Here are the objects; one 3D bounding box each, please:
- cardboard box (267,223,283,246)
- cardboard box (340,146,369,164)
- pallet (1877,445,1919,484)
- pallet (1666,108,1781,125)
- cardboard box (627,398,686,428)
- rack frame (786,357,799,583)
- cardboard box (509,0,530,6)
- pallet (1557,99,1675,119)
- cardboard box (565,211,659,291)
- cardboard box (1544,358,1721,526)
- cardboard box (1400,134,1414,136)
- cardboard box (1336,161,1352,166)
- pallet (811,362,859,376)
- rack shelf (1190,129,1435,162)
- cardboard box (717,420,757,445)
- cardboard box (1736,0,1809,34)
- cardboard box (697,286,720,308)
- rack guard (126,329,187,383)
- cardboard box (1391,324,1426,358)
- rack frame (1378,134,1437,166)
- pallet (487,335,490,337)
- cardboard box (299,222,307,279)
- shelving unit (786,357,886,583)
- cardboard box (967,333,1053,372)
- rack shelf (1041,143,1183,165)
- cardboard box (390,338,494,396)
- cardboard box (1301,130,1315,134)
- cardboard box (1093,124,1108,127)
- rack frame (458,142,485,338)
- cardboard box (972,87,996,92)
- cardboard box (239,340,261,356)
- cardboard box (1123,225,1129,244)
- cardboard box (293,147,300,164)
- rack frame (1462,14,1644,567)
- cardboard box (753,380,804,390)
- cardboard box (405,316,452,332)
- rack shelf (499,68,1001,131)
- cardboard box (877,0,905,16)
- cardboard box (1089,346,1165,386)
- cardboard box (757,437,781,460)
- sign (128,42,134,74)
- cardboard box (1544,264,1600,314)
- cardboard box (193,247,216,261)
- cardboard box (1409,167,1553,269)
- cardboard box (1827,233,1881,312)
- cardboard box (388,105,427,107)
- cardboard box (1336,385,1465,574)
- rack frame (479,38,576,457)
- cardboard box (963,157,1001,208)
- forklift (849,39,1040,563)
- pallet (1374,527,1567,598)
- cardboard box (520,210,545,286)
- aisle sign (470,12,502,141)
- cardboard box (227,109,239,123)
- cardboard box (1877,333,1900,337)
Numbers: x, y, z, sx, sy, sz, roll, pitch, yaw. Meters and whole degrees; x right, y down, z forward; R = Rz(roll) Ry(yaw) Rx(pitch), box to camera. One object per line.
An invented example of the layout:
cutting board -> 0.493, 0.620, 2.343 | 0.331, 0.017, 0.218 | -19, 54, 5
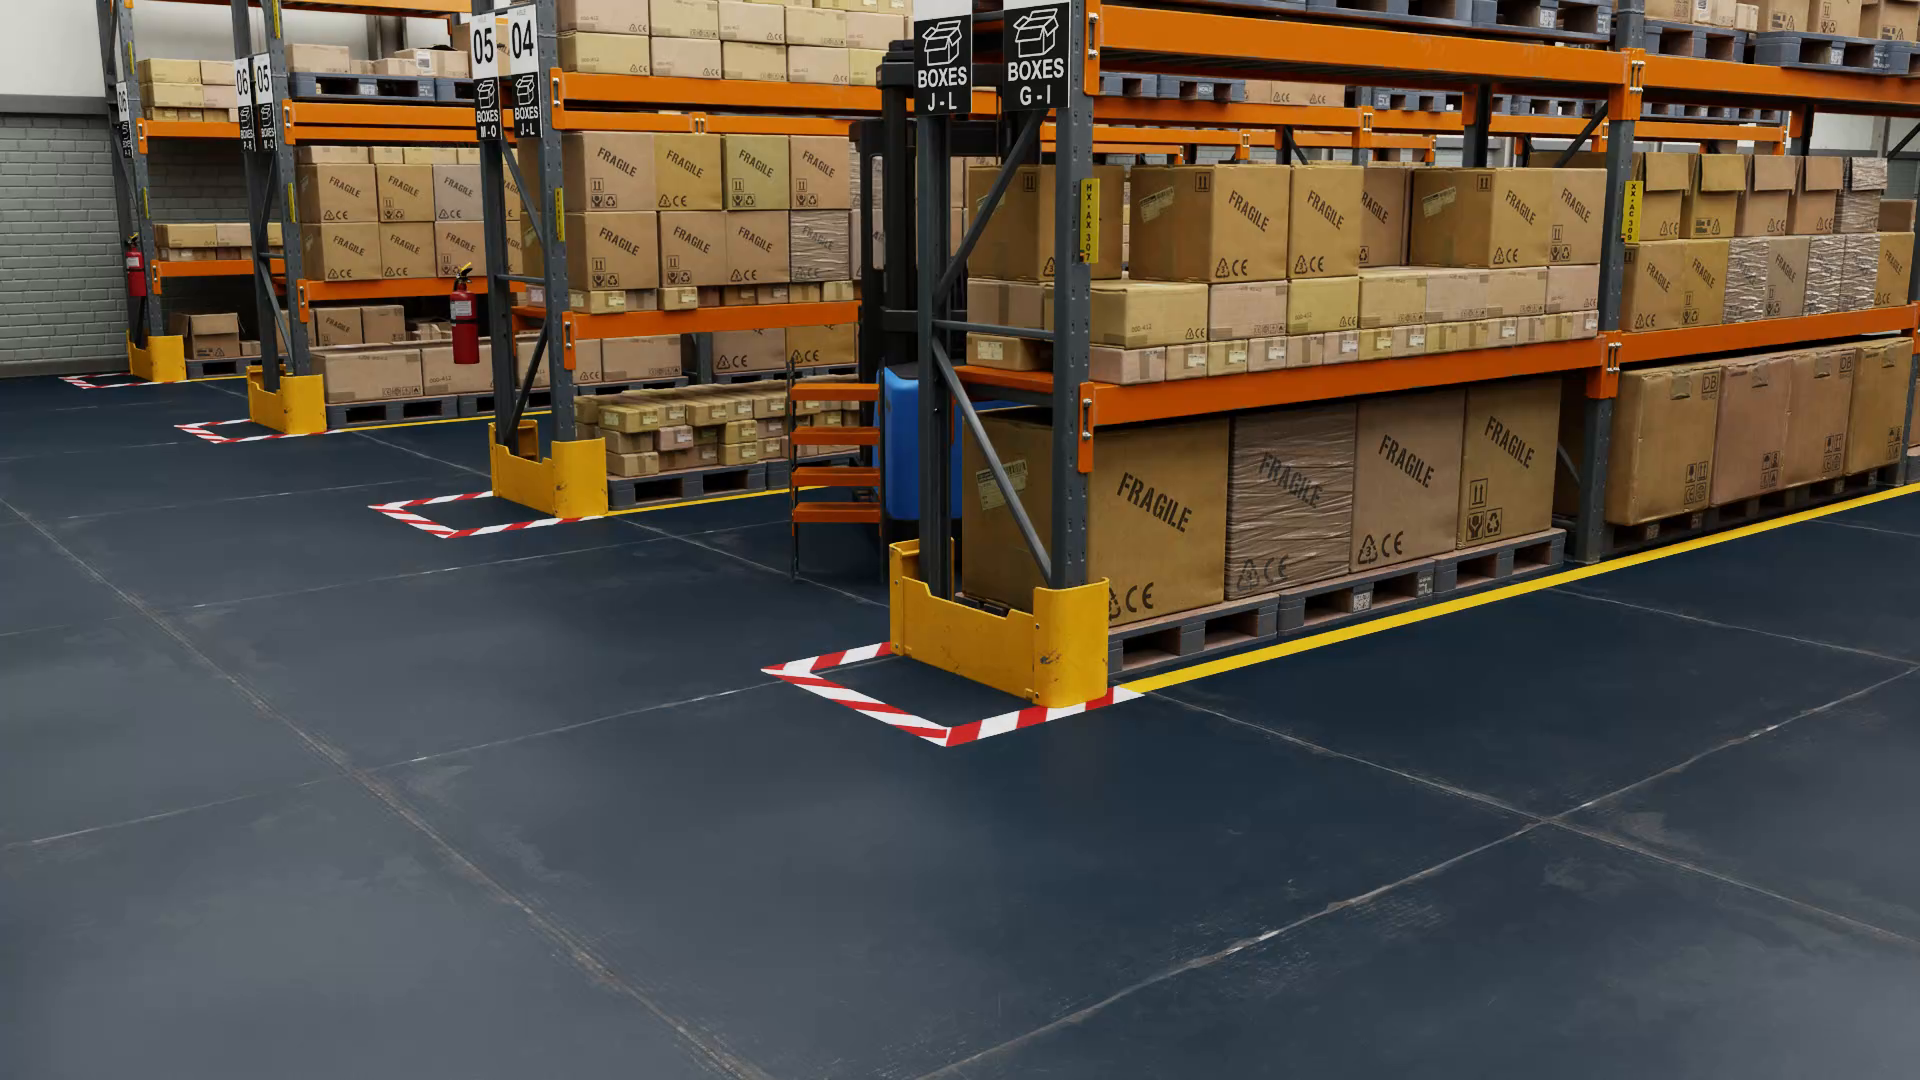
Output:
cardboard box -> -7.816, -3.518, 19.119 | 0.500, 0.250, 0.500 | -10, 15, -39
cardboard box -> -5.412, -3.396, 14.692 | 0.250, 0.149, 0.380 | -9, 15, -36
pallet -> 7.027, -0.662, 12.738 | 1.213, 0.211, 1.003 | -9, 15, -38
pallet -> 9.070, -5.107, 19.948 | 1.213, 0.211, 1.003 | -9, 15, -38
cardboard box -> -2.090, -0.874, 11.446 | 0.250, 0.149, 0.380 | -9, 15, -37
rack frame -> -0.907, -0.380, 9.030 | 0.015, 1.200, 0.240 | 0, 12, 1
cardboard box -> -2.650, -3.444, 11.062 | 0.500, 0.250, 0.500 | -10, 16, -39
pallet -> 7.165, -4.790, 18.457 | 1.213, 0.211, 1.003 | -9, 15, -38
cardboard box -> -2.328, -1.912, 10.956 | 0.500, 0.500, 0.500 | -9, 15, -35
cardboard box -> 3.779, -0.658, 10.111 | 0.875, 0.875, 1.225 | -9, 15, -37
cardboard box -> 6.194, -5.785, 23.536 | 0.250, 0.149, 0.380 | -9, 15, -37
cardboard box -> 4.999, -4.963, 22.914 | 0.500, 0.500, 0.700 | -10, 15, -38
pallet -> -1.390, -1.921, 18.666 | 1.213, 0.211, 1.003 | -9, 15, -38
rack shelf -> 4.910, -5.426, 22.972 | 4.000, 0.370, 1.077 | -9, 15, -38
cardboard box -> -1.629, -0.775, 11.695 | 0.250, 0.149, 0.380 | -9, 15, -36
cardboard box -> 4.834, -3.380, 10.342 | 0.637, 0.503, 0.797 | -10, 15, -38
cardboard box -> -1.860, -1.692, 11.481 | 0.250, 0.149, 0.380 | -9, 15, -35
rack guard -> -9.067, -2.086, 18.748 | 0.348, 0.500, 1.175 | -9, 15, -38
cardboard box -> 2.056, -0.991, 8.177 | 0.250, 0.149, 0.380 | -9, 15, -37
rack frame -> 6.471, -4.570, 24.431 | 0.127, 3.000, 1.000 | -9, 15, -38
pallet -> -5.391, -2.565, 21.702 | 1.213, 0.211, 1.003 | -9, 15, -38
cardboard box -> -5.811, -2.649, 15.140 | 0.500, 0.500, 0.500 | -9, 15, -37
shelving unit -> -0.663, -0.379, 9.025 | 0.503, 1.200, 0.258 | 0, 12, 1
cardboard box -> 0.241, -0.864, 7.579 | 0.250, 0.149, 0.380 | -9, 15, -37
rack shelf -> 1.806, -6.231, 26.761 | 4.000, 0.370, 1.077 | -9, 15, -38
cardboard box -> -4.860, -1.668, 15.921 | 0.875, 0.438, 0.875 | -9, 15, -36
cardboard box -> 4.544, -5.530, 22.334 | 0.250, 0.149, 0.380 | -10, 16, -39
cardboard box -> 1.398, -5.253, 20.173 | 0.637, 0.503, 0.797 | -9, 15, -38
rack frame -> -6.003, -3.818, 20.887 | 0.127, 3.000, 1.000 | -9, 15, -38
cardboard box -> 0.058, -3.510, 12.576 | 0.500, 0.250, 0.500 | -9, 15, -36
cardboard box -> -8.233, -2.222, 19.226 | 0.250, 0.149, 0.380 | -10, 16, -40
cardboard box -> 1.270, -2.496, 13.537 | 0.250, 0.149, 0.380 | -9, 15, -36
cardboard box -> -5.867, -3.429, 14.844 | 0.250, 0.149, 0.380 | -9, 15, -37
rack frame -> 3.292, -1.406, 9.528 | 0.127, 3.000, 1.000 | -9, 15, -38
cardboard box -> -1.362, -1.116, 12.581 | 0.250, 0.149, 0.380 | -9, 15, -37
cardboard box -> -6.666, -2.661, 20.899 | 0.500, 0.311, 0.500 | -9, 15, -36
rack shelf -> -1.289, -3.079, 11.919 | 4.000, 0.370, 1.077 | -9, 15, -38
cardboard box -> -0.610, -3.835, 11.946 | 0.250, 0.149, 0.380 | -10, 16, -40
cardboard box -> 0.652, -0.756, 7.075 | 0.250, 0.149, 0.380 | -9, 15, -37
cardboard box -> -1.491, -0.676, 11.943 | 0.250, 0.149, 0.380 | -9, 15, -38
sign -> -8.787, -5.106, 17.626 | 0.005, 0.325, 0.100 | -9, 15, -38
cardboard box -> 3.111, -1.378, 9.042 | 0.500, 0.250, 0.500 | -10, 15, -39
cardboard box -> -8.528, -3.215, 18.650 | 0.250, 0.149, 0.380 | -9, 15, -36
cardboard box -> 2.706, -1.677, 8.647 | 0.500, 0.500, 0.500 | -9, 15, -37
cardboard box -> 5.792, -1.806, 11.171 | 0.500, 0.500, 0.500 | -10, 15, -38
cardboard box -> -6.622, -5.185, 19.748 | 0.500, 0.250, 0.500 | -10, 16, -40
cardboard box -> 2.024, -0.383, 8.813 | 0.875, 0.875, 0.875 | -9, 15, -38
rack frame -> -2.851, -1.704, 10.934 | 0.127, 3.000, 1.000 | -9, 15, -38
cardboard box -> 0.074, -2.802, 12.739 | 0.500, 0.500, 0.500 | -10, 16, -40
forklift -> -0.101, -1.561, 10.426 | 1.130, 2.935, 3.031 | -2, 12, -9
pallet -> 2.649, 0.044, 9.413 | 1.213, 0.211, 1.003 | -9, 15, -38
cardboard box -> -2.661, -1.999, 11.364 | 0.500, 0.500, 0.500 | -9, 15, -37
aisle sign -> -3.096, -3.015, 10.849 | 0.004, 0.787, 0.394 | -9, 15, -38
cardboard box -> -8.074, -4.731, 18.572 | 0.250, 0.149, 0.380 | -9, 15, -36
cardboard box -> 7.328, -1.446, 12.873 | 0.500, 0.250, 0.500 | -7, 14, -31
